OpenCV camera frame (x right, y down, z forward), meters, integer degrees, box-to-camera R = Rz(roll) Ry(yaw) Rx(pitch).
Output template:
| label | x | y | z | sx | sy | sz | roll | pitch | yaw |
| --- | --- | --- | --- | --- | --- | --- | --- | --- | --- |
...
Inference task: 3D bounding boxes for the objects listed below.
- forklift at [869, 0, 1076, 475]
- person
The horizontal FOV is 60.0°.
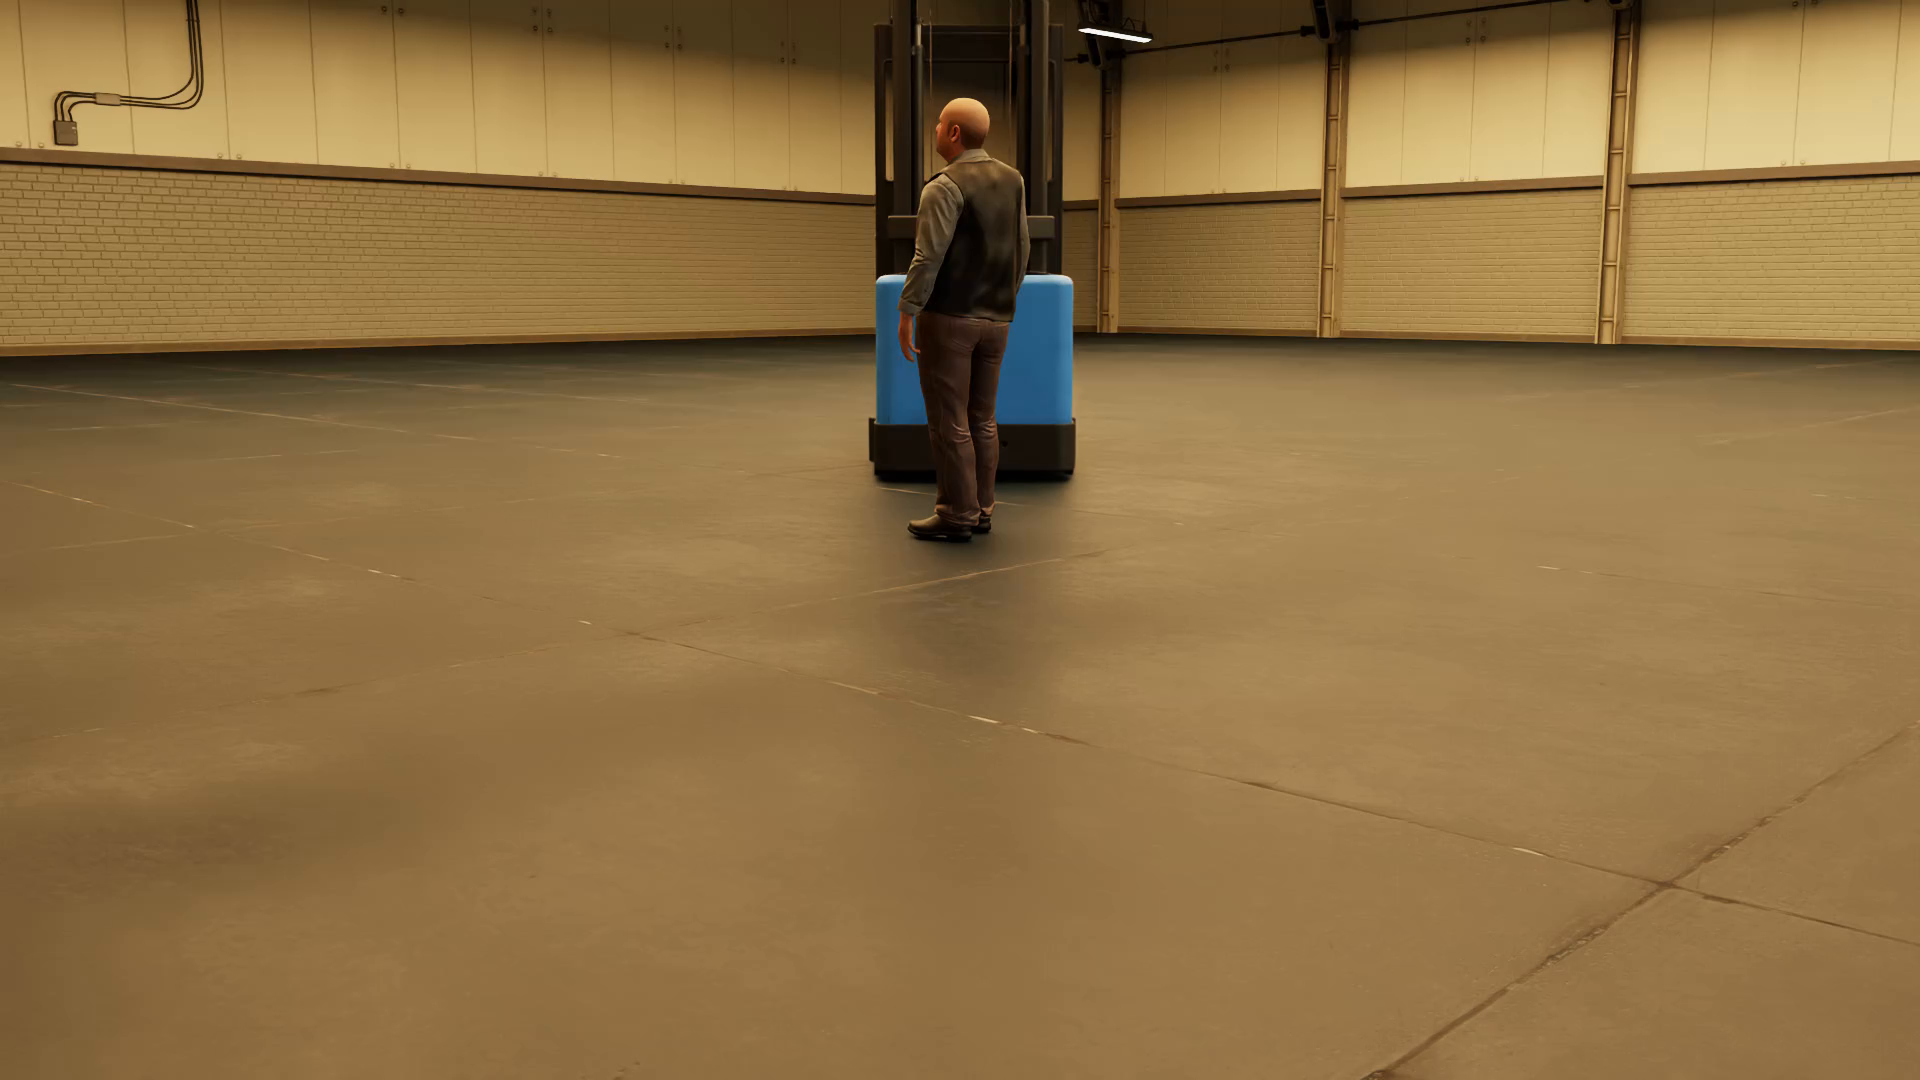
| label | x | y | z | sx | sy | sz | roll | pitch | yaw |
| --- | --- | --- | --- | --- | --- | --- | --- | --- | --- |
| forklift | 0.046 | -1.962 | 9.904 | 1.130 | 2.935 | 3.031 | 0 | 9 | -1 |
| person | -0.039 | -0.866 | 6.636 | 0.568 | 1.720 | 0.632 | 8 | 12 | 43 |
